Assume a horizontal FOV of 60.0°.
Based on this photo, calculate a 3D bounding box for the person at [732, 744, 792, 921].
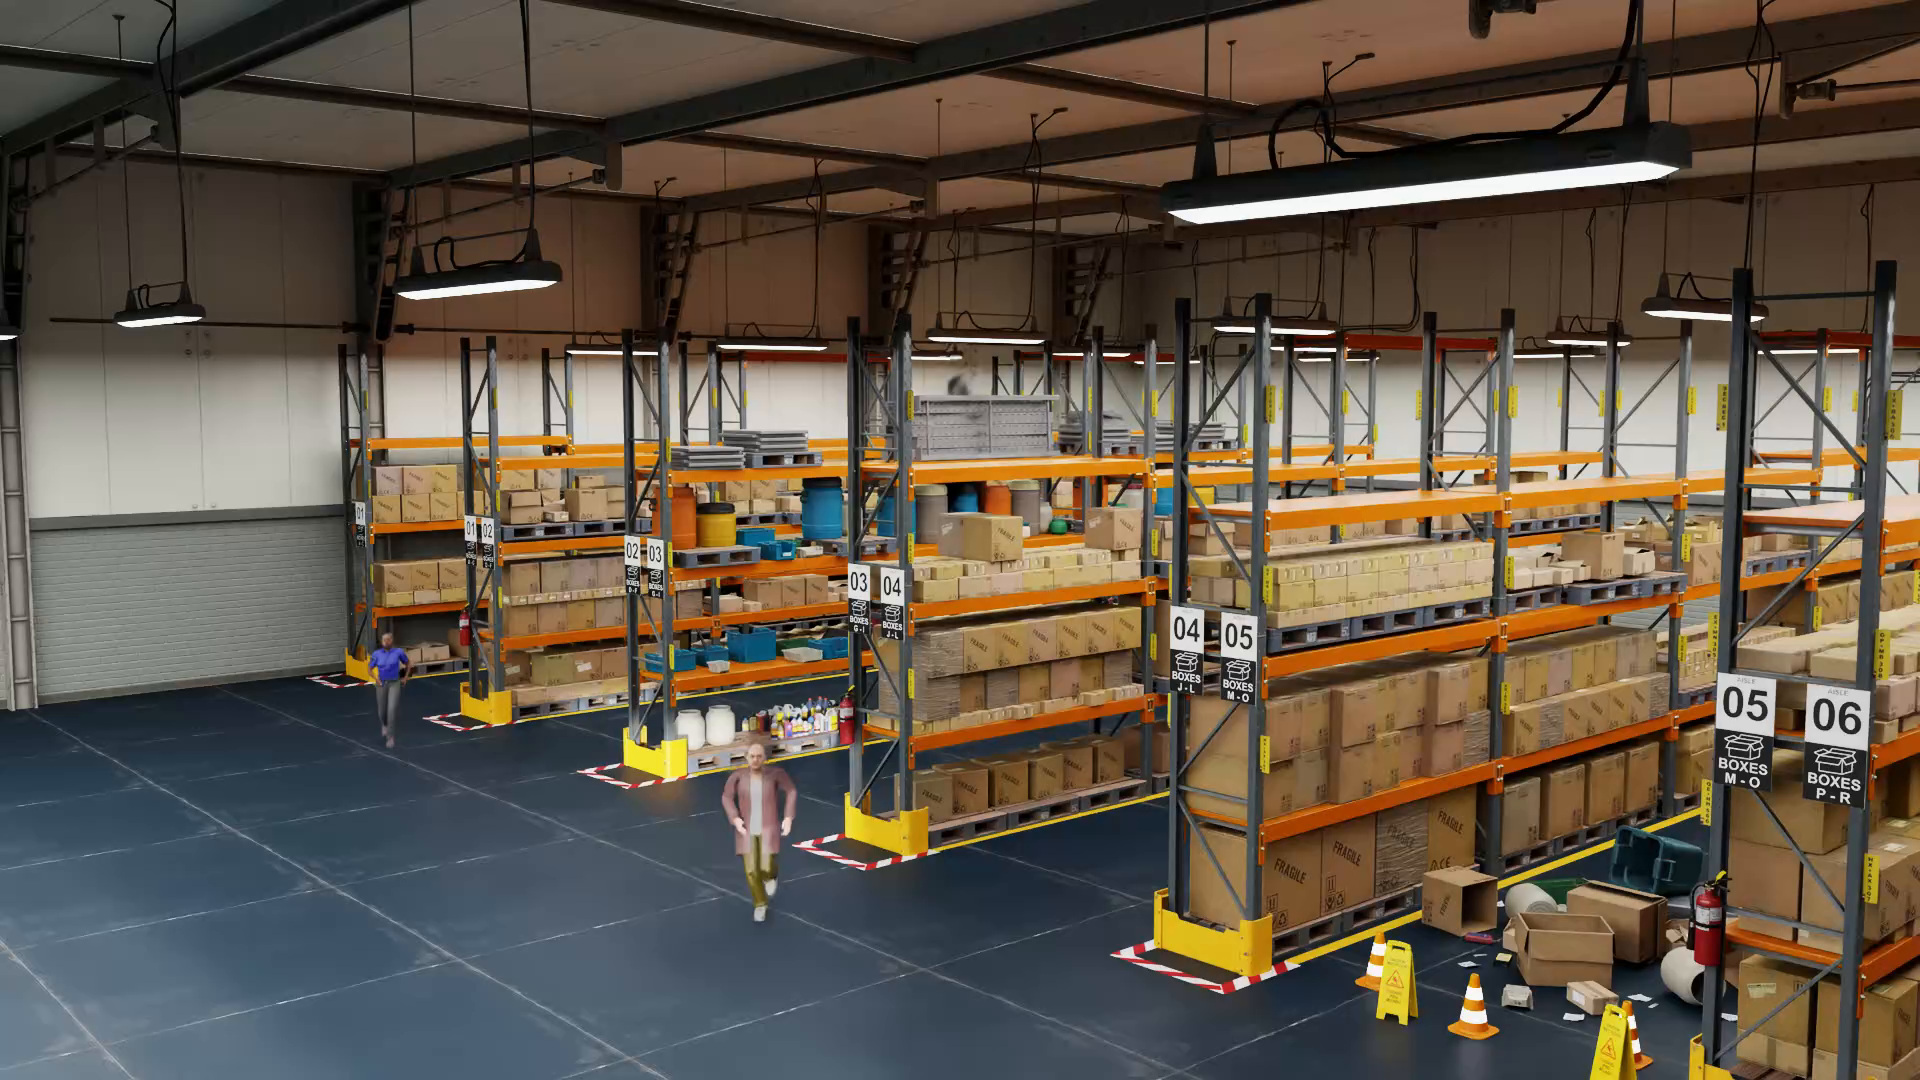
[{"bbox_3d":[-1.979,2.853,16.408,0.697,1.742,0.685,0,5,-1],"label":"person"}]

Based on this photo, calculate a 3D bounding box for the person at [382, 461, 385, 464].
[{"bbox_3d":[-3.296,0.638,27.838,6.710,3.694,14.219,-5,7,-43],"label":"person"}]

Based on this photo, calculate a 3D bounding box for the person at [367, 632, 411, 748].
[{"bbox_3d":[-8.369,2.171,24.411,0.601,1.665,0.768,-1,5,-13],"label":"person"}]
